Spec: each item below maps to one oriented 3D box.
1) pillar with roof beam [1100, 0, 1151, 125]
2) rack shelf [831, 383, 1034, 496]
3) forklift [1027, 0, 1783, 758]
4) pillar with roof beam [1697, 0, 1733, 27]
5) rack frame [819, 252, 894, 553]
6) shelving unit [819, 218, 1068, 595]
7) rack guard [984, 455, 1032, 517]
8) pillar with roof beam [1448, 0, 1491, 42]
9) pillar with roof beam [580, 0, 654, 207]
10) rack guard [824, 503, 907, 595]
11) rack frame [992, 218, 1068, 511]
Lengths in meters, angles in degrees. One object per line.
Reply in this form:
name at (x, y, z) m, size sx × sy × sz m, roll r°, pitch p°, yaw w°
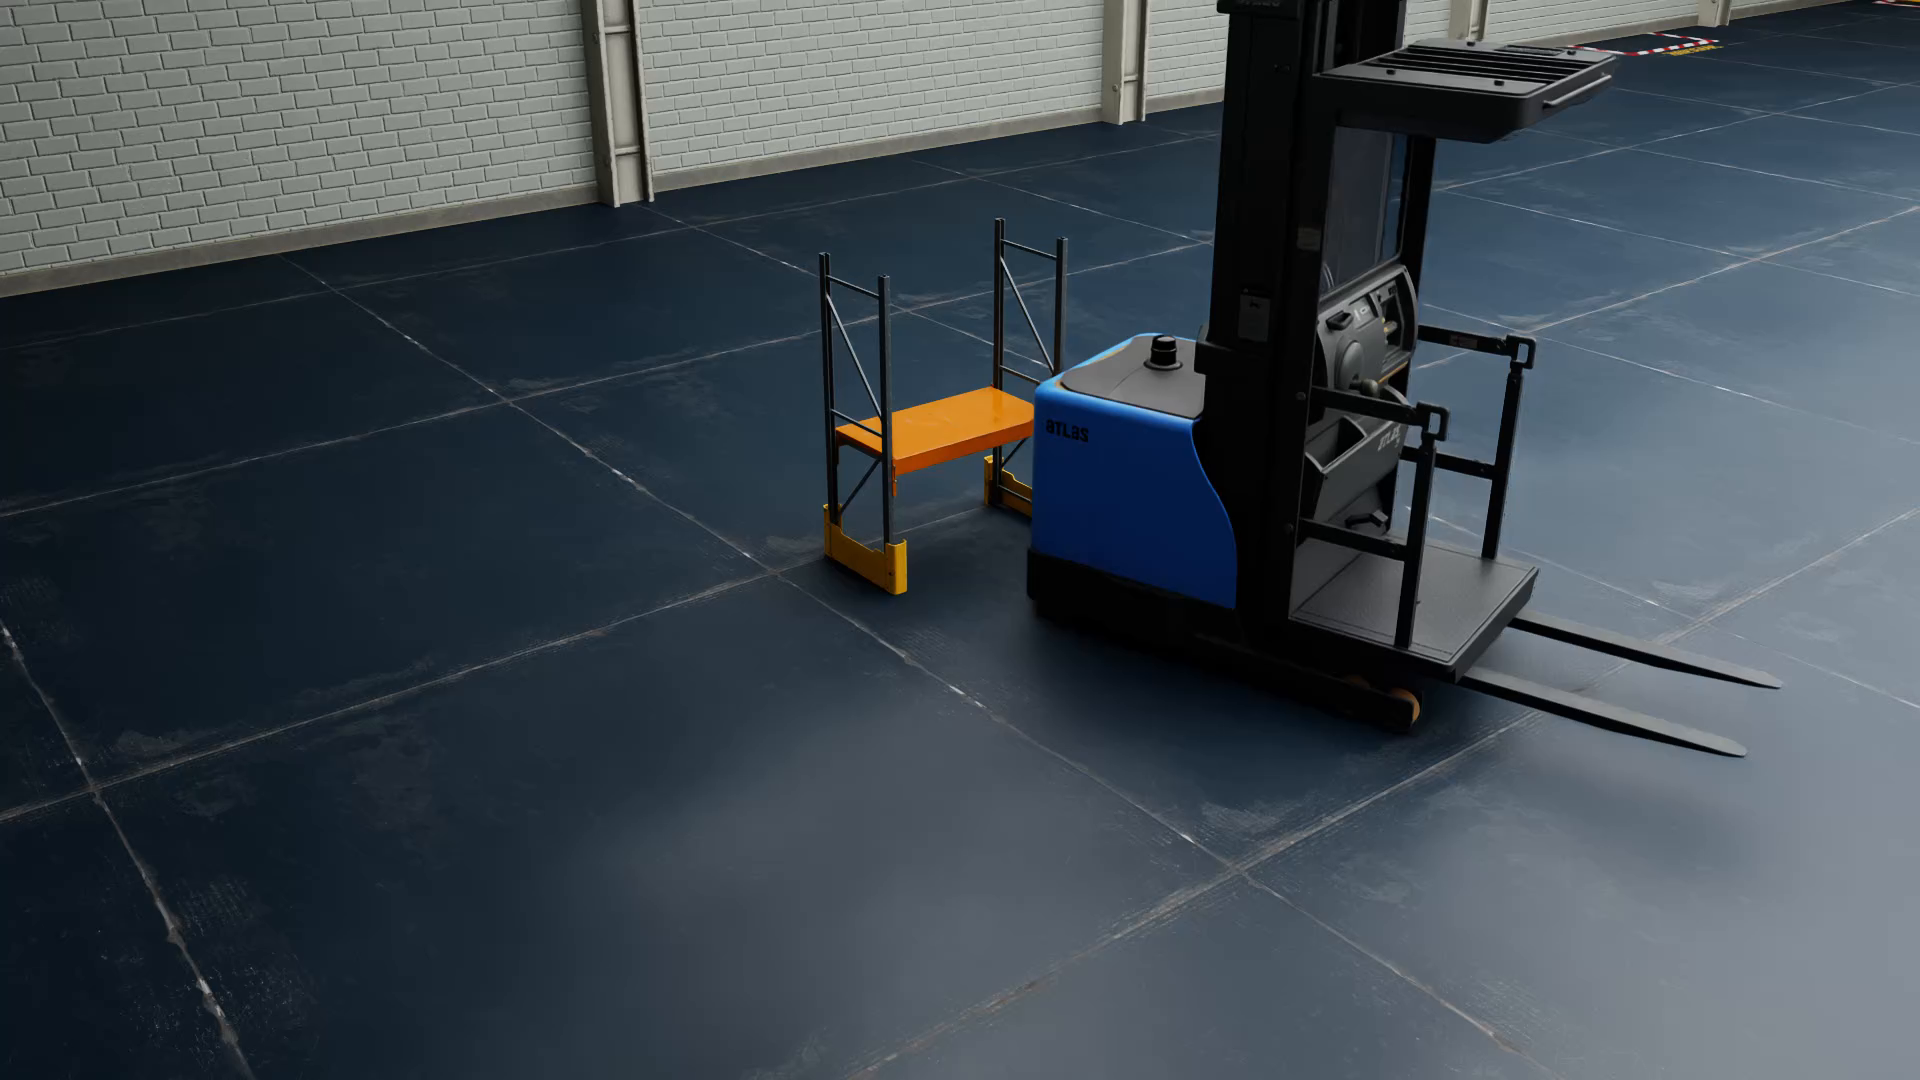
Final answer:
pillar with roof beam at (4.424, -7.218, 13.113) m, size 0.400 × 9.000 × 9.100 m, roll -18°, pitch 31°, yaw -34°
rack shelf at (-0.067, -0.495, 7.962) m, size 1.000 × 0.185 × 0.538 m, roll -18°, pitch 31°, yaw -34°
forklift at (1.800, -0.824, 6.543) m, size 3.031 × 2.935 × 1.130 m, roll 17°, pitch 30°, yaw 32°
pillar with roof beam at (13.867, -10.335, 19.829) m, size 0.400 × 9.000 × 9.100 m, roll -18°, pitch 31°, yaw -34°
rack frame at (-0.467, -0.526, 7.602) m, size 0.032 × 1.500 × 0.500 m, roll -18°, pitch 31°, yaw -34°
shelving unit at (-0.060, -0.661, 7.892) m, size 1.083 × 1.500 × 0.587 m, roll -18°, pitch 31°, yaw -34°
rack guard at (0.332, -0.223, 8.433) m, size 0.087 × 0.250 × 0.587 m, roll -18°, pitch 31°, yaw -34°
pillar with roof beam at (9.145, -8.776, 16.471) m, size 0.400 × 9.000 × 9.100 m, roll -18°, pitch 31°, yaw -34°
pillar with roof beam at (-0.298, -5.659, 9.754) m, size 0.400 × 9.000 × 9.100 m, roll -18°, pitch 31°, yaw -34°
rack guard at (-0.452, 0.036, 7.876) m, size 0.087 × 0.250 × 0.587 m, roll -18°, pitch 31°, yaw -34°
rack frame at (0.333, -0.790, 8.171) m, size 0.032 × 1.500 × 0.500 m, roll -18°, pitch 31°, yaw -34°
